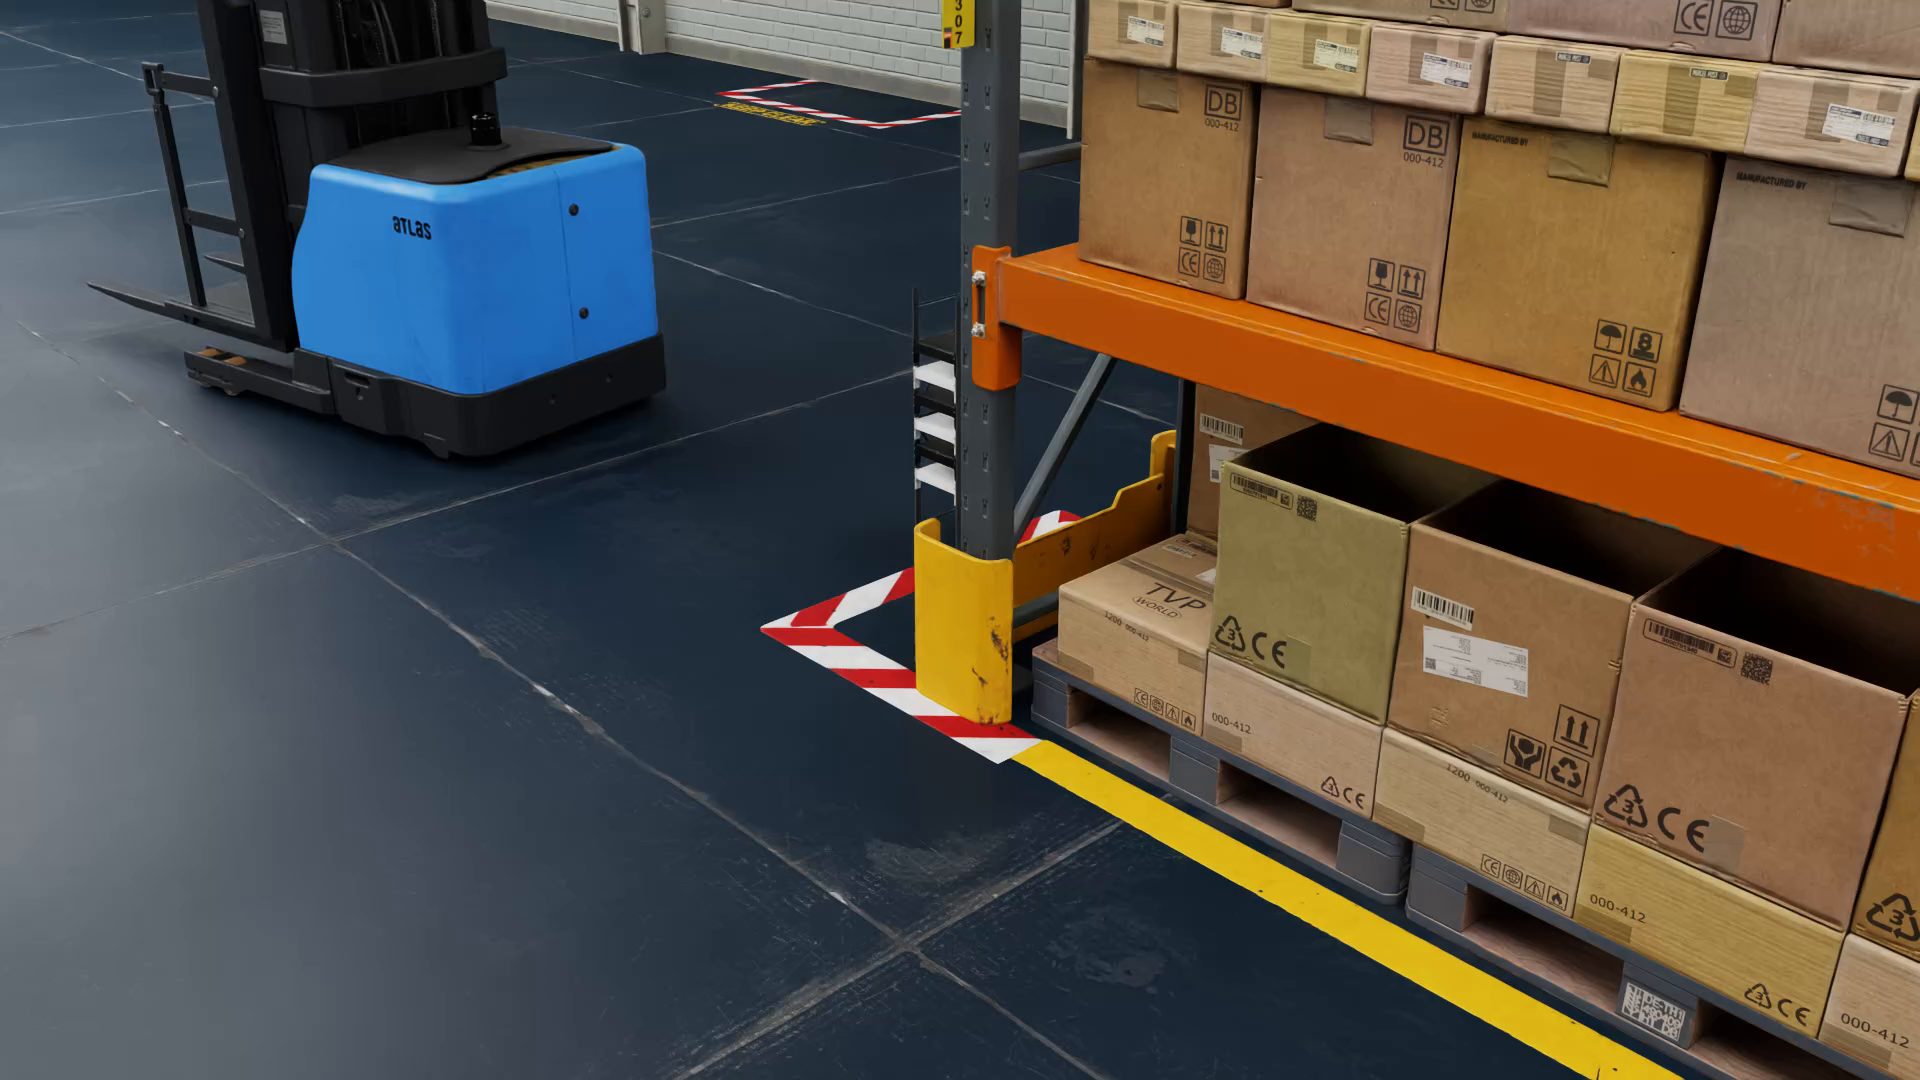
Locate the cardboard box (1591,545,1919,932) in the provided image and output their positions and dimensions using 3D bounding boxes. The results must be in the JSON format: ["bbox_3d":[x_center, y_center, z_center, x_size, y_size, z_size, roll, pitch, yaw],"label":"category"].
[{"bbox_3d":[1.633,0.351,3.269,0.500,0.500,0.500,-21,32,-38],"label":"cardboard box"}]

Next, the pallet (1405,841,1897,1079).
[{"bbox_3d":[1.789,0.810,3.720,1.003,0.211,1.213,-21,32,-38],"label":"pallet"}]

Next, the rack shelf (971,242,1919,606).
[{"bbox_3d":[1.773,-0.115,3.254,1.077,0.370,4.000,-21,32,-38],"label":"rack shelf"}]

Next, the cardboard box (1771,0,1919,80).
[{"bbox_3d":[1.803,-1.061,2.777,0.700,0.500,0.500,-21,32,-38],"label":"cardboard box"}]

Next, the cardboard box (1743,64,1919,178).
[{"bbox_3d":[1.567,-0.743,2.862,0.380,0.149,0.250,-21,32,-38],"label":"cardboard box"}]

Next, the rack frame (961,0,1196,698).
[{"bbox_3d":[0.406,-1.048,4.433,1.000,3.000,0.127,-21,32,-38],"label":"rack frame"}]

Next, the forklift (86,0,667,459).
[{"bbox_3d":[-2.729,-2.106,6.836,3.031,2.935,1.130,16,29,32],"label":"forklift"}]

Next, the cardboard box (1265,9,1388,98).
[{"bbox_3d":[0.869,-1.054,3.543,0.380,0.149,0.250,-21,32,-38],"label":"cardboard box"}]

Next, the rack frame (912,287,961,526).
[{"bbox_3d":[-0.064,-0.438,5.625,0.240,0.900,0.006,-21,32,-38],"label":"rack frame"}]

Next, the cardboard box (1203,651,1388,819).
[{"bbox_3d":[0.955,0.388,4.093,0.500,0.250,0.500,-21,32,-38],"label":"cardboard box"}]

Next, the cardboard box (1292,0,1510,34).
[{"bbox_3d":[1.115,-1.365,3.444,0.700,0.500,0.500,-22,33,-40],"label":"cardboard box"}]

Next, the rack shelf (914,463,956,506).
[{"bbox_3d":[0.005,-0.213,5.646,0.258,0.077,0.200,-21,32,-38],"label":"rack shelf"}]

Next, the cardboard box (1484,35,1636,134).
[{"bbox_3d":[1.224,-0.896,3.199,0.250,0.149,0.380,23,33,40],"label":"cardboard box"}]

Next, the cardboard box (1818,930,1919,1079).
[{"bbox_3d":[1.976,0.844,3.094,0.500,0.250,0.500,-21,32,-38],"label":"cardboard box"}]

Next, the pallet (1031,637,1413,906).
[{"bbox_3d":[0.959,0.440,4.530,1.003,0.211,1.213,-21,32,-38],"label":"pallet"}]

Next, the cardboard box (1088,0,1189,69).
[{"bbox_3d":[0.517,-1.209,3.883,0.380,0.149,0.250,-22,32,-39],"label":"cardboard box"}]

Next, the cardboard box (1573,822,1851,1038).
[{"bbox_3d":[1.634,0.692,3.425,0.500,0.250,0.500,-21,32,-38],"label":"cardboard box"}]

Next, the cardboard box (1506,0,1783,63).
[{"bbox_3d":[1.460,-1.212,3.110,0.700,0.500,0.500,-21,32,-38],"label":"cardboard box"}]

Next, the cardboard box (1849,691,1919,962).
[{"bbox_3d":[1.986,0.499,2.946,0.500,0.500,0.500,-21,32,-38],"label":"cardboard box"}]

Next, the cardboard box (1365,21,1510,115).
[{"bbox_3d":[1.040,-0.976,3.374,0.380,0.149,0.250,-22,32,-39],"label":"cardboard box"}]

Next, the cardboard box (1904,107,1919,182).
[{"bbox_3d":[1.747,-0.663,2.688,0.380,0.149,0.250,-20,31,-37],"label":"cardboard box"}]

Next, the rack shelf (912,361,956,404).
[{"bbox_3d":[0.005,-0.541,5.497,0.258,0.077,0.200,-21,32,-38],"label":"rack shelf"}]

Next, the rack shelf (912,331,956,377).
[{"bbox_3d":[0.005,-0.622,5.460,0.258,0.077,0.200,-21,32,-38],"label":"rack shelf"}]

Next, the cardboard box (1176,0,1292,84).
[{"bbox_3d":[0.699,-1.129,3.710,0.380,0.149,0.250,-22,33,-40],"label":"cardboard box"}]

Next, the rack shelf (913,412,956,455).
[{"bbox_3d":[0.005,-0.377,5.572,0.258,0.077,0.200,-21,32,-38],"label":"rack shelf"}]

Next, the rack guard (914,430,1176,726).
[{"bbox_3d":[0.390,0.082,4.968,1.175,0.500,0.348,-21,32,-38],"label":"rack guard"}]

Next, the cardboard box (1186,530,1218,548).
[{"bbox_3d":[0.988,0.091,4.744,0.500,0.250,0.500,-21,32,-38],"label":"cardboard box"}]

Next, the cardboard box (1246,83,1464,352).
[{"bbox_3d":[1.078,-0.791,3.749,0.700,0.500,0.500,-20,31,-37],"label":"cardboard box"}]

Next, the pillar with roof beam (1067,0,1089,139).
[{"bbox_3d":[-2.114,-5.814,7.652,9.100,9.000,0.400,-21,32,-38],"label":"pillar with roof beam"}]

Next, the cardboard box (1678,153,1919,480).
[{"bbox_3d":[1.776,-0.480,3.068,0.700,0.500,0.500,-20,31,-37],"label":"cardboard box"}]

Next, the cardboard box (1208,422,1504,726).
[{"bbox_3d":[0.953,0.047,3.936,0.500,0.500,0.500,-21,32,-38],"label":"cardboard box"}]

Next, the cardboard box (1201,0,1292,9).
[{"bbox_3d":[0.752,-1.523,3.790,0.700,0.500,0.500,-21,32,-38],"label":"cardboard box"}]

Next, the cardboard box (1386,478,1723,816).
[{"bbox_3d":[1.304,0.195,3.612,0.500,0.500,0.500,-21,32,-38],"label":"cardboard box"}]

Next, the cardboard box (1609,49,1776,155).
[{"bbox_3d":[1.399,-0.819,3.029,0.380,0.149,0.250,-22,32,-39],"label":"cardboard box"}]

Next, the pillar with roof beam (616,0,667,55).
[{"bbox_3d":[-6.215,-7.632,11.636,9.100,9.000,0.400,-21,32,-38],"label":"pillar with roof beam"}]

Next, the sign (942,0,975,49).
[{"bbox_3d":[-0.003,-1.322,3.896,0.100,0.325,0.005,-21,32,-38],"label":"sign"}]

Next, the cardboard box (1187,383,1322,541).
[{"bbox_3d":[0.990,-0.251,4.590,0.500,0.500,0.500,-21,32,-38],"label":"cardboard box"}]

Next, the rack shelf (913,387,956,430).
[{"bbox_3d":[0.005,-0.459,5.534,0.258,0.077,0.200,-21,32,-38],"label":"rack shelf"}]

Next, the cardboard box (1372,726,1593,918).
[{"bbox_3d":[1.296,0.539,3.760,0.500,0.250,0.500,-21,32,-38],"label":"cardboard box"}]

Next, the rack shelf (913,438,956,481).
[{"bbox_3d":[0.005,-0.295,5.609,0.258,0.077,0.200,-21,32,-38],"label":"rack shelf"}]

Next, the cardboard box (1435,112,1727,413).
[{"bbox_3d":[1.413,-0.639,3.415,0.700,0.500,0.500,-21,32,-38],"label":"cardboard box"}]

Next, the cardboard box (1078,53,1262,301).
[{"bbox_3d":[0.716,-0.948,4.095,0.700,0.500,0.500,-21,32,-38],"label":"cardboard box"}]

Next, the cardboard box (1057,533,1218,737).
[{"bbox_3d":[0.610,0.237,4.422,0.500,0.250,0.500,-21,32,-38],"label":"cardboard box"}]

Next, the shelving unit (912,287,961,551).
[{"bbox_3d":[0.005,-0.407,5.558,0.258,0.900,0.210,-21,32,-38],"label":"shelving unit"}]

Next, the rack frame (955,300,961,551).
[{"bbox_3d":[0.075,-0.376,5.490,0.240,0.900,0.006,-21,32,-38],"label":"rack frame"}]
